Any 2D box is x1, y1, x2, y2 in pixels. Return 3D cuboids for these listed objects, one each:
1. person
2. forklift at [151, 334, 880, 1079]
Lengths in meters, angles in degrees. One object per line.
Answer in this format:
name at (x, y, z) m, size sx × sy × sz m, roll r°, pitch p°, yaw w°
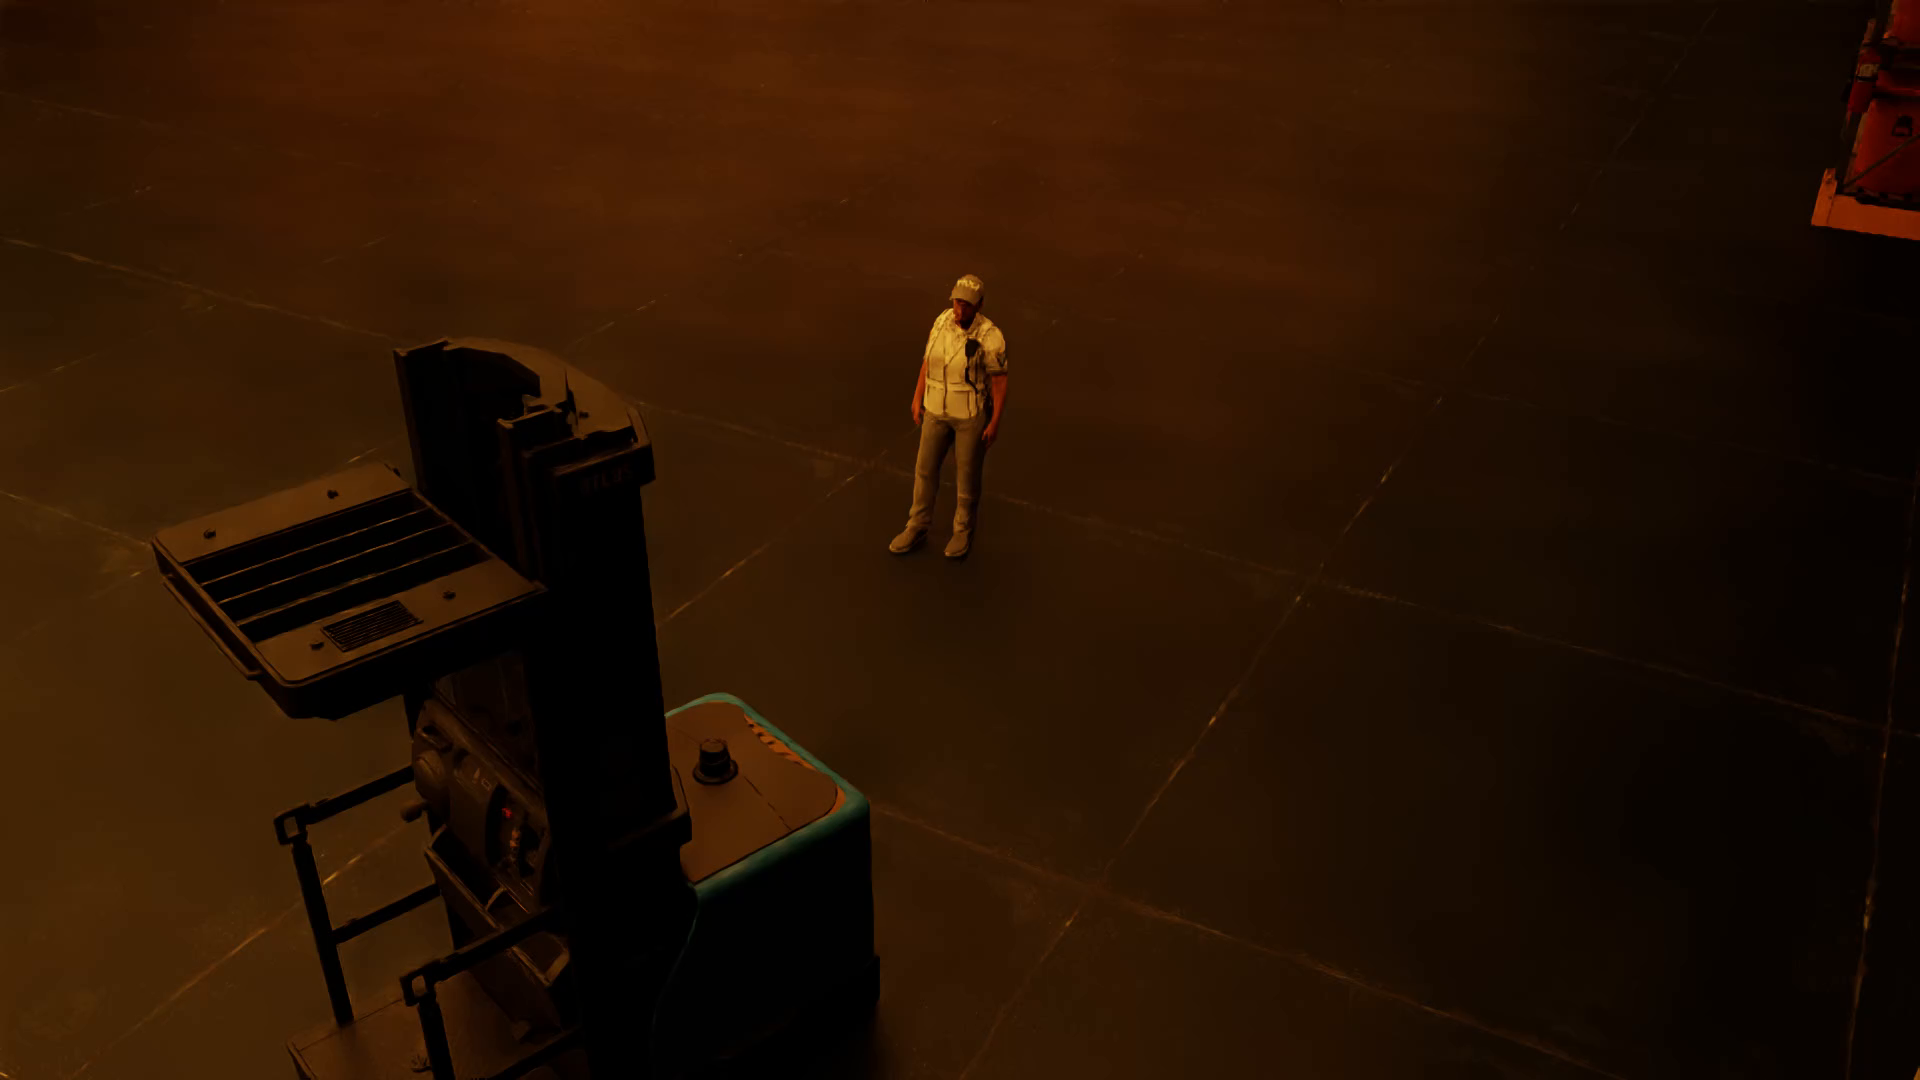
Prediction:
person at (-0.057, -0.700, 9.533) m, size 0.598 × 1.669 × 0.527 m, roll 15°, pitch 33°, yaw 25°
forklift at (-1.766, 0.926, 5.465) m, size 3.031 × 2.935 × 1.130 m, roll -24°, pitch 37°, yaw -35°
